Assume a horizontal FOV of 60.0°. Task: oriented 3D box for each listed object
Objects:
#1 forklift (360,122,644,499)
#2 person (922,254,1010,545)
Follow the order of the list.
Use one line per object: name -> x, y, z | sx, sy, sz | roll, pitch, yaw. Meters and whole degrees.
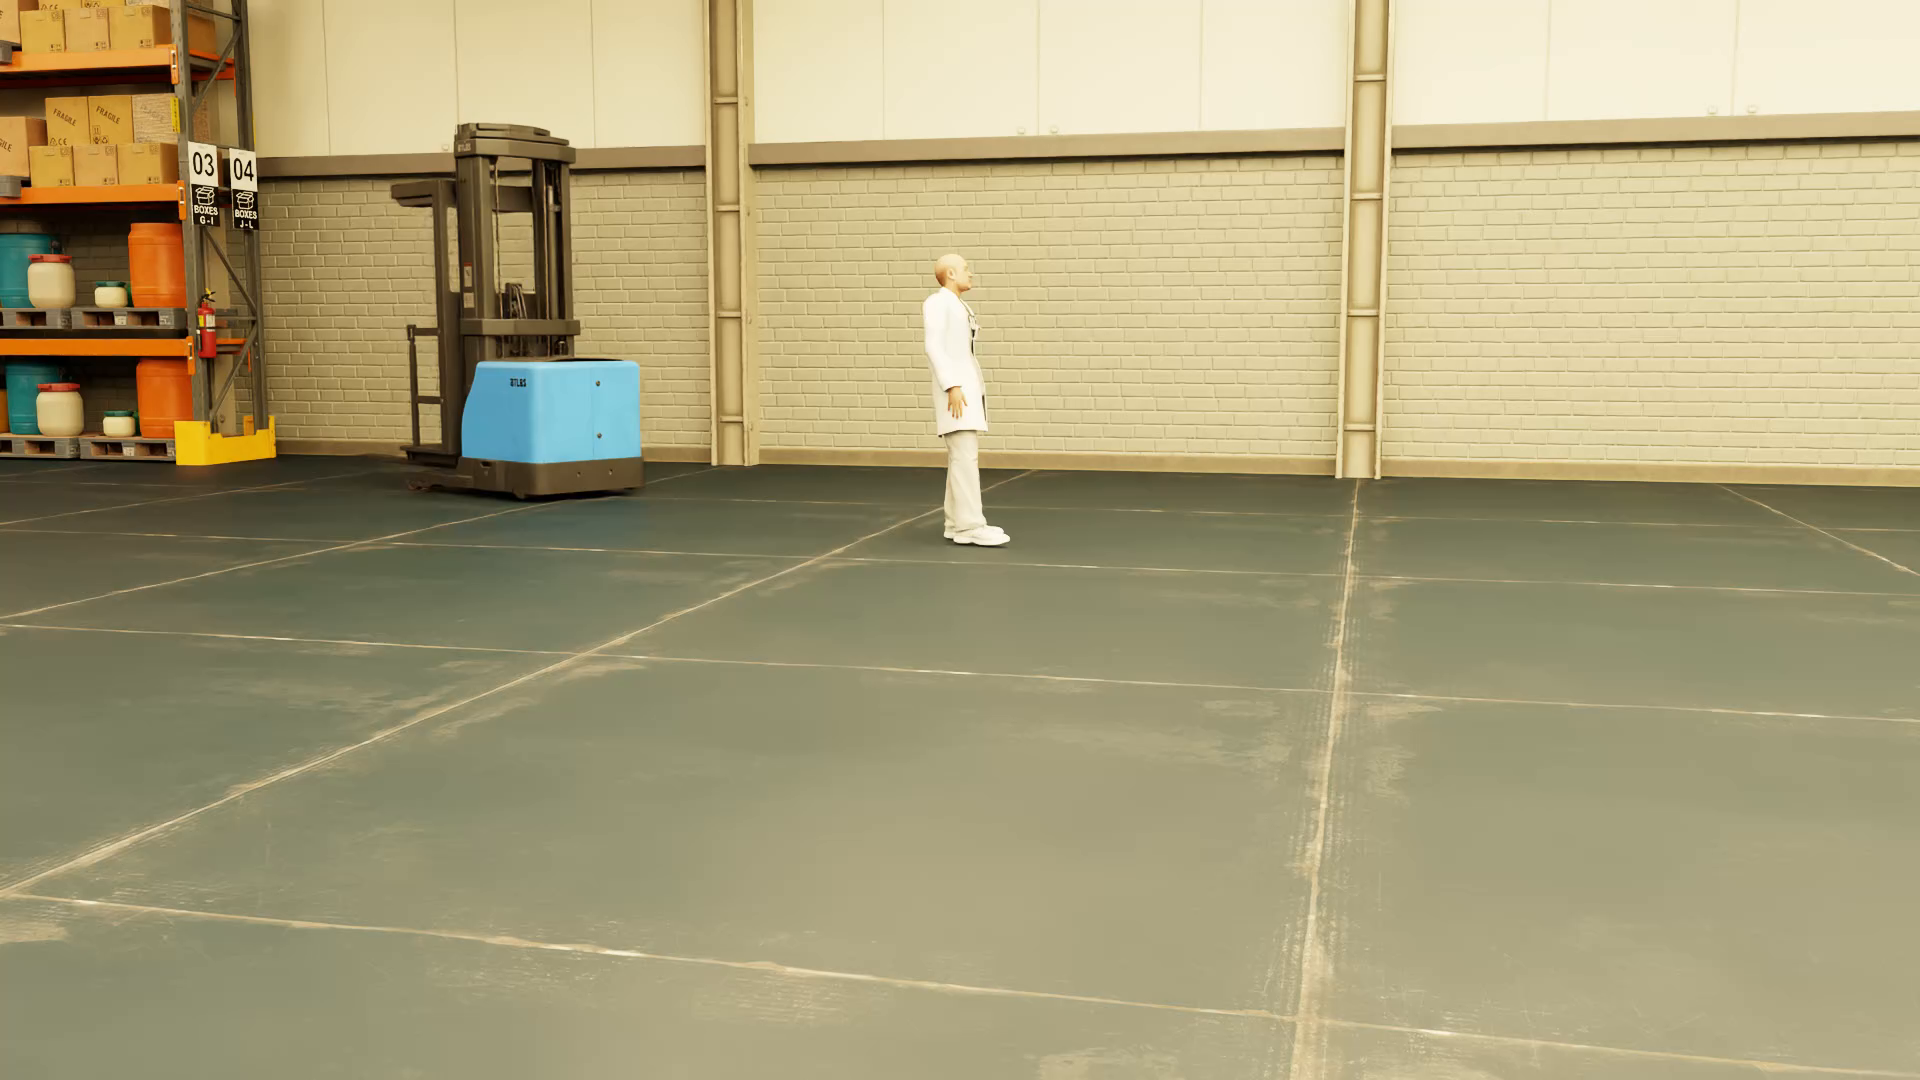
forklift -> -3.974, -1.895, 13.826 | 3.031, 2.935, 1.130 | 6, 10, 42
person -> 0.086, -0.886, 10.362 | 0.581, 1.775, 0.696 | 2, 7, 14
